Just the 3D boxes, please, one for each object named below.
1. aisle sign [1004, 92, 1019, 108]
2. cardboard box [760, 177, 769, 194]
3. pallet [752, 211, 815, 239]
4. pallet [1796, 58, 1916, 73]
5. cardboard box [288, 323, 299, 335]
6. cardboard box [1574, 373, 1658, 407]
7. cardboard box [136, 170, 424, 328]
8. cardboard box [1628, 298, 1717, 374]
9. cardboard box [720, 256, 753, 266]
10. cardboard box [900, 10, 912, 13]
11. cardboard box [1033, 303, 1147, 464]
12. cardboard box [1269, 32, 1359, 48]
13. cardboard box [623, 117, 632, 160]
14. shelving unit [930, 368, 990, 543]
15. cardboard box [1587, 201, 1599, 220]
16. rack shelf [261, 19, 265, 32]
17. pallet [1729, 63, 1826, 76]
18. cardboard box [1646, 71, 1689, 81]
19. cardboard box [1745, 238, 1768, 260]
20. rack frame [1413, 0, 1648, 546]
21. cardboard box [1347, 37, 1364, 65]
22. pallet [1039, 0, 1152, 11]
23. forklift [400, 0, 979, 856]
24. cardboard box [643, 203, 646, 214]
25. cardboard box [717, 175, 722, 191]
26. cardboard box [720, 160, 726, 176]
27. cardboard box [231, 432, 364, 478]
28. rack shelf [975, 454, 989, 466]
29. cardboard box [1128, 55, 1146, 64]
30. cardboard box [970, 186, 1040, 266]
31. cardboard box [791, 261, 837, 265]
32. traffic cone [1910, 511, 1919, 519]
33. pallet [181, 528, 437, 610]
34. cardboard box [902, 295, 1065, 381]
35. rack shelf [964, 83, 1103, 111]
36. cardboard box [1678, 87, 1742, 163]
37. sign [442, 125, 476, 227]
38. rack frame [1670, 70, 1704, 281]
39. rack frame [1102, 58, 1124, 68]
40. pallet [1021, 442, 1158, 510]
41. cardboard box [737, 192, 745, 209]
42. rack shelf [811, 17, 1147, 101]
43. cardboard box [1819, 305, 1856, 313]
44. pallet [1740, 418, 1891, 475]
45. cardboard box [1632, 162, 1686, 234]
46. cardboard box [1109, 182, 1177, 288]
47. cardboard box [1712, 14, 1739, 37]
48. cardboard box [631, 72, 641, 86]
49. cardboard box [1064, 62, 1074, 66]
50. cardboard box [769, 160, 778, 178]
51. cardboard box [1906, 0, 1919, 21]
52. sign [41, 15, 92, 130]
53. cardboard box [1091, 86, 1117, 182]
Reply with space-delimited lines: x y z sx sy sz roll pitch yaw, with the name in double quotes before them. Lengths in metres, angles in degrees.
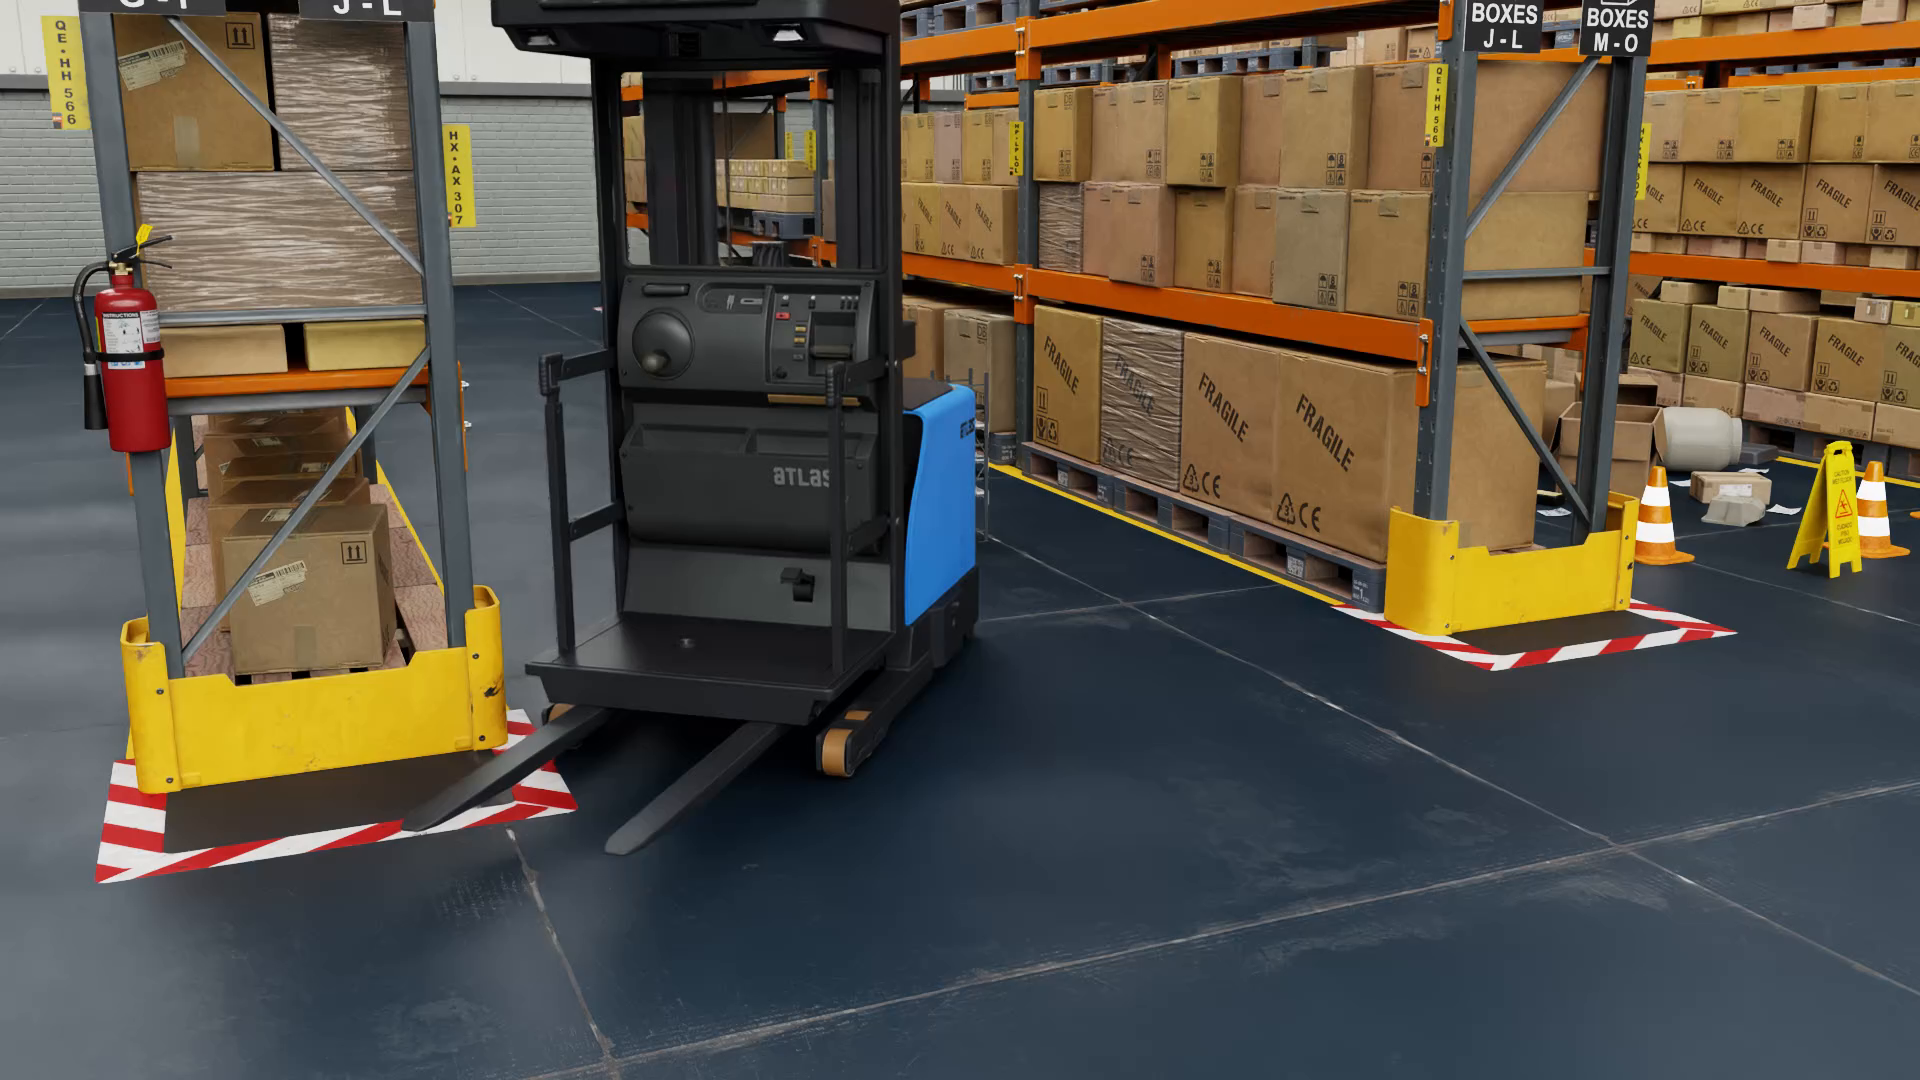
"aisle sign" 0.791 -6.223 23.342 0.394 0.787 0.004 -6 14 -23
"cardboard box" -1.586 -3.190 14.968 0.380 0.149 0.250 -5 14 -22
"pallet" -1.138 -2.837 14.902 1.213 0.211 1.003 -6 14 -23
"pallet" 9.091 -4.717 16.364 1.003 0.211 1.213 -5 14 -20
"cardboard box" -2.538 -0.929 6.788 0.380 0.149 0.250 -6 14 -23
"cardboard box" 4.525 -0.874 11.531 0.500 0.500 0.500 4 14 16
"cardboard box" -2.330 -1.023 5.756 0.875 0.500 0.500 -6 14 -23
"cardboard box" 5.332 -1.519 12.283 0.500 0.500 0.500 -5 14 -20
"cardboard box" -2.303 -2.795 17.244 0.500 0.250 0.500 -6 14 -25
"cardboard box" -0.466 -4.162 12.727 0.500 0.250 0.500 -5 14 -21
"cardboard box" 1.035 -1.000 10.319 0.875 0.875 0.875 -5 14 -22
"cardboard box" 3.451 -5.042 16.189 0.797 0.503 0.637 -7 15 -26
"cardboard box" -3.815 -4.906 20.318 0.500 0.500 0.500 -5 14 -21
"shelving unit" -0.003 -0.440 8.776 0.258 0.900 0.210 -6 14 -23
"cardboard box" 4.884 -2.598 13.070 0.380 0.149 0.250 -5 14 -22
"rack shelf" -4.539 -3.064 10.398 1.077 0.370 4.000 -6 14 -23
"pallet" 8.641 -4.948 17.361 1.213 0.211 1.003 -5 14 -20
"cardboard box" 7.859 -5.183 18.291 0.500 0.250 0.500 -6 14 -25
"cardboard box" 5.661 -2.012 11.469 0.380 0.149 0.250 -6 14 -23
"rack frame" 2.450 -1.140 7.145 1.000 3.000 0.127 -6 14 -23
"cardboard box" 3.813 -4.524 15.410 0.396 0.266 0.258 -6 14 -23
"pallet" 1.166 -3.215 9.653 1.003 0.211 1.213 -6 14 -23
"forklift" -0.800 -0.740 5.566 1.130 2.935 3.031 4 13 15
"cardboard box" -3.616 -4.018 20.137 0.380 0.149 0.250 -6 14 -24
"cardboard box" -2.197 -3.508 16.340 0.380 0.149 0.250 -5 14 -21
"cardboard box" -2.102 -3.602 16.086 0.380 0.149 0.250 -5 14 -21
"cardboard box" -3.057 -0.201 7.700 0.500 0.500 0.500 -7 15 -28
"rack shelf" -0.003 -0.408 8.783 0.258 0.077 0.200 -6 14 -23
"cardboard box" 2.225 -5.594 18.582 0.500 0.500 0.500 -6 14 -24
"cardboard box" 0.394 -2.099 11.066 0.500 0.500 0.500 -6 14 -23
"cardboard box" -1.409 -2.625 16.510 0.500 0.250 0.500 -6 14 -25
"traffic cone" 5.591 -0.345 9.333 0.336 0.463 0.334 -6 14 -23
"pallet" -2.944 0.207 7.508 1.003 0.211 1.213 -6 14 -23
"cardboard box" 0.134 -1.395 12.303 1.050 0.750 0.750 -6 14 -23
"rack shelf" 1.337 -5.612 21.407 1.077 0.370 4.000 -6 14 -23
"cardboard box" 5.505 -2.898 11.638 0.700 0.500 0.500 -6 14 -23
"sign" -1.638 -1.184 5.414 0.100 0.325 0.005 -6 14 -23
"rack frame" 8.287 -3.710 18.249 1.000 3.000 0.127 -6 14 -23
"rack frame" 2.138 -7.010 19.202 1.000 3.000 0.127 -6 14 -23
"pallet" 1.081 -0.444 10.320 1.003 0.211 1.213 -6 14 -23
"cardboard box" -1.882 -3.201 15.675 0.380 0.149 0.250 -5 14 -21
"rack shelf" 0.046 -3.491 12.244 1.077 0.370 4.000 -6 14 -23
"cardboard box" 6.236 -1.357 11.584 0.500 0.500 0.500 -5 14 -20
"pallet" 6.137 -0.688 11.375 1.003 0.211 1.213 -6 14 -23
"cardboard box" 5.263 -2.512 12.191 0.500 0.500 0.500 -6 14 -23
"cardboard box" 1.356 -1.731 9.364 0.875 0.550 0.550 -6 14 -23
"cardboard box" 5.497 -3.587 11.620 0.380 0.149 0.250 -6 14 -23
"cardboard box" -3.589 -5.504 19.679 0.500 0.250 0.500 -6 14 -25
"cardboard box" 1.483 -5.838 20.191 0.380 0.149 0.250 -5 14 -22
"cardboard box" -1.470 -3.277 14.684 0.380 0.149 0.250 -6 14 -24
"cardboard box" 6.058 -3.263 10.220 0.380 0.149 0.250 -6 14 -25
"sign" -2.652 -1.385 4.934 0.100 0.325 0.005 -6 14 -23
"cardboard box" 1.291 -2.383 9.788 0.875 0.550 0.550 -6 14 -23
